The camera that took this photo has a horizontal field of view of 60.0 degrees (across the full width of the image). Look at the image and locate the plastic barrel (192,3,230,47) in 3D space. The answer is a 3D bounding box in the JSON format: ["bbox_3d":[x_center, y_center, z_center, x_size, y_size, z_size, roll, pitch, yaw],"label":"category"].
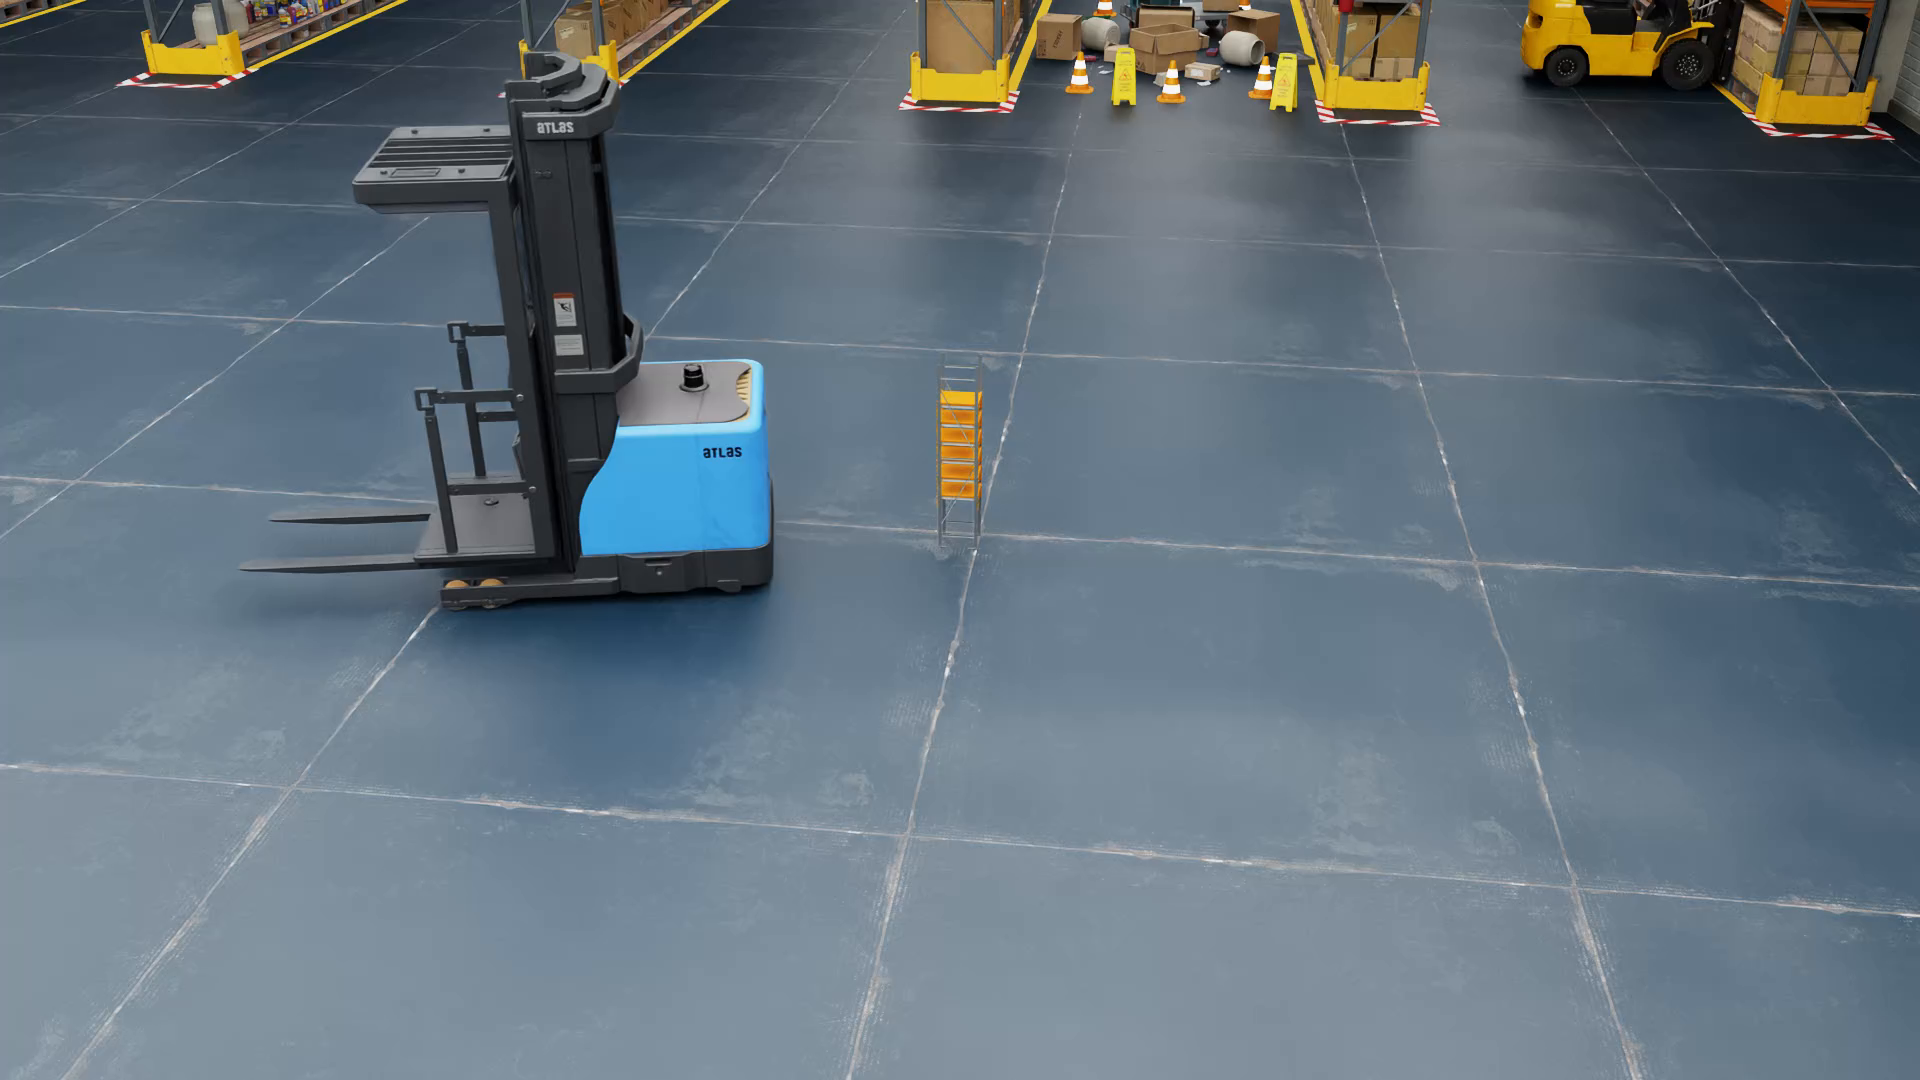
[{"bbox_3d":[-9.815,-6.747,21.791,0.421,0.512,0.421,0,28,0],"label":"plastic barrel"}]

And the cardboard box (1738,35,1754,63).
[{"bbox_3d":[9.679,-5.870,19.912,0.500,0.250,0.500,3,28,6],"label":"cardboard box"}]

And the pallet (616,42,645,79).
[{"bbox_3d":[-4.760,-6.244,21.617,1.003,0.211,1.213,3,28,6],"label":"pallet"}]

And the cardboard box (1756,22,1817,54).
[{"bbox_3d":[9.605,-5.842,19.333,0.500,0.250,0.500,4,29,8],"label":"cardboard box"}]

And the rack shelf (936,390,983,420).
[{"bbox_3d":[-0.002,-0.799,9.803,0.258,0.103,0.180,3,28,6],"label":"rack shelf"}]

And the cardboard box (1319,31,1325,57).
[{"bbox_3d":[4.893,-6.340,21.312,0.500,0.250,0.500,2,28,4],"label":"cardboard box"}]

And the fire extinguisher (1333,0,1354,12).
[{"bbox_3d":[4.460,-6.418,19.082,0.296,0.674,0.183,3,28,6],"label":"fire extinguisher"}]

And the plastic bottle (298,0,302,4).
[{"bbox_3d":[-9.315,-7.591,23.578,0.061,0.283,0.133,3,28,6],"label":"plastic bottle"}]

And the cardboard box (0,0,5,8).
[{"bbox_3d":[-14.203,-7.788,24.000,0.500,0.250,0.500,3,28,6],"label":"cardboard box"}]

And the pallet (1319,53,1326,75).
[{"bbox_3d":[5.227,-6.241,21.611,1.003,0.211,1.213,3,28,6],"label":"pallet"}]

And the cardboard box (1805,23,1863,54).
[{"bbox_3d":[10.104,-5.822,19.297,0.500,0.250,0.500,3,28,5],"label":"cardboard box"}]

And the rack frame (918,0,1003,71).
[{"bbox_3d":[0.006,-6.719,19.560,1.000,3.000,0.127,3,28,6],"label":"rack frame"}]

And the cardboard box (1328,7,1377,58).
[{"bbox_3d":[4.770,-6.176,20.217,0.500,0.500,0.500,4,29,7],"label":"cardboard box"}]

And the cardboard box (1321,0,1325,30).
[{"bbox_3d":[4.962,-6.908,21.576,0.500,0.500,0.500,5,29,9],"label":"cardboard box"}]

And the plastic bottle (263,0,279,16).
[{"bbox_3d":[-9.766,-7.579,23.563,0.152,0.276,0.135,3,28,6],"label":"plastic bottle"}]

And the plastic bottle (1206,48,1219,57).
[{"bbox_3d":[3.402,-6.570,22.381,0.133,0.061,0.283,8,29,15],"label":"plastic bottle"}]

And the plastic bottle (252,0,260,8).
[{"bbox_3d":[-9.939,-7.521,23.377,0.144,0.351,0.185,5,29,8],"label":"plastic bottle"}]

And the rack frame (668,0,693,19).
[{"bbox_3d":[-4.414,-8.938,23.678,1.000,3.000,0.127,3,28,6],"label":"rack frame"}]

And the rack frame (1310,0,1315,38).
[{"bbox_3d":[5.421,-8.362,22.609,1.000,3.000,0.127,3,28,6],"label":"rack frame"}]

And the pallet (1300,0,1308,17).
[{"bbox_3d":[5.662,-8.077,25.020,1.003,0.211,1.213,3,28,6],"label":"pallet"}]

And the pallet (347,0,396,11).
[{"bbox_3d":[-9.272,-8.370,25.564,1.003,0.211,1.213,3,28,6],"label":"pallet"}]

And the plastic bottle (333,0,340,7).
[{"bbox_3d":[-9.123,-7.934,24.143,0.144,0.351,0.185,3,28,5],"label":"plastic bottle"}]

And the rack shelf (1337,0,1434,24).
[{"bbox_3d":[5.176,-7.104,21.032,1.077,0.370,4.000,3,28,6],"label":"rack shelf"}]

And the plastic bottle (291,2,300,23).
[{"bbox_3d":[-9.247,-7.332,23.110,0.097,0.271,0.097,0,28,0],"label":"plastic bottle"}]

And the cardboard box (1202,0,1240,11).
[{"bbox_3d":[3.651,-7.684,23.188,0.500,0.500,0.500,3,28,6],"label":"cardboard box"}]

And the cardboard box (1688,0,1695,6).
[{"bbox_3d":[9.982,-7.060,22.122,0.500,0.250,0.500,3,28,6],"label":"cardboard box"}]

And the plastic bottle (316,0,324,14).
[{"bbox_3d":[-9.186,-7.691,23.693,0.144,0.351,0.185,3,28,6],"label":"plastic bottle"}]

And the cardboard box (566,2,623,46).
[{"bbox_3d":[-4.772,-6.716,21.746,0.500,0.500,0.500,11,30,19],"label":"cardboard box"}]

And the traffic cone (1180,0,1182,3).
[{"bbox_3d":[3.227,-8.105,24.807,0.336,0.463,0.334,3,28,6],"label":"traffic cone"}]

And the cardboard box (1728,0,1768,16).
[{"bbox_3d":[9.783,-6.559,20.664,0.500,0.250,0.500,3,28,5],"label":"cardboard box"}]

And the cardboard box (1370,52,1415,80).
[{"bbox_3d":[5.304,-5.817,20.342,0.500,0.250,0.500,3,28,6],"label":"cardboard box"}]

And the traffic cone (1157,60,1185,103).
[{"bbox_3d":[2.560,-5.544,20.053,0.336,0.463,0.334,3,28,6],"label":"traffic cone"}]

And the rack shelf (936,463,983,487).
[{"bbox_3d":[-0.002,-0.377,10.031,0.258,0.103,0.180,3,28,6],"label":"rack shelf"}]

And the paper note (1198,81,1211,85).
[{"bbox_3d":[3.071,-5.733,20.859,0.148,0.019,0.142,-6,29,-11],"label":"paper note"}]

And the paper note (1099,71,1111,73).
[{"bbox_3d":[1.878,-6.031,21.415,0.144,0.017,0.142,14,31,24],"label":"paper note"}]

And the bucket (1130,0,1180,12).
[{"bbox_3d":[2.767,-7.632,23.103,0.726,0.611,0.620,14,21,24],"label":"bucket"}]

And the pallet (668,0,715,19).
[{"bbox_3d":[-4.320,-8.077,25.020,1.003,0.211,1.213,3,28,6],"label":"pallet"}]

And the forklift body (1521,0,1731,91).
[{"bbox_3d":[8.279,-6.818,20.637,2.313,2.155,1.214,3,28,6],"label":"forklift body"}]

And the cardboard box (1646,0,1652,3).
[{"bbox_3d":[10.593,-8.180,24.332,0.875,0.625,0.625,2,28,4],"label":"cardboard box"}]

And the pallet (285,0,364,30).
[{"bbox_3d":[-9.454,-7.685,24.292,1.003,0.211,1.213,3,28,6],"label":"pallet"}]

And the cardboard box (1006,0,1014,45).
[{"bbox_3d":[0.243,-7.135,22.129,0.875,0.875,0.875,4,29,7],"label":"cardboard box"}]

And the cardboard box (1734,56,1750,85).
[{"bbox_3d":[9.672,-5.640,20.013,0.500,0.250,0.500,3,28,6],"label":"cardboard box"}]

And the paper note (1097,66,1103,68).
[{"bbox_3d":[1.839,-6.176,21.703,0.032,0.001,0.123,20,34,32],"label":"paper note"}]

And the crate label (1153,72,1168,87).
[{"bbox_3d":[2.595,-5.775,20.824,0.250,0.136,0.298,-11,30,-20],"label":"crate label"}]

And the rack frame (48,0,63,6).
[{"bbox_3d":[-14.246,-9.516,24.750,1.000,3.000,0.127,3,28,6],"label":"rack frame"}]

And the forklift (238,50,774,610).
[{"bbox_3d":[-2.640,-1.152,9.299,3.031,2.935,1.130,-2,28,-5],"label":"forklift"}]

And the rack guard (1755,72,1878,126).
[{"bbox_3d":[9.855,-5.081,19.154,1.175,0.500,0.348,3,28,6],"label":"rack guard"}]

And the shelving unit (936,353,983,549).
[{"bbox_3d":[-0.002,-0.521,9.953,0.258,1.200,0.189,3,28,6],"label":"shelving unit"}]

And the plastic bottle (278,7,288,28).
[{"bbox_3d":[-9.289,-7.171,22.811,0.097,0.271,0.097,0,28,0],"label":"plastic bottle"}]

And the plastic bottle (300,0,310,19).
[{"bbox_3d":[-9.210,-7.475,23.375,0.097,0.271,0.097,0,28,0],"label":"plastic bottle"}]

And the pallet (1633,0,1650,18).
[{"bbox_3d":[10.546,-7.773,24.455,1.003,0.211,1.213,3,28,6],"label":"pallet"}]

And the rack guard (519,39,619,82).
[{"bbox_3d":[-4.895,-5.991,20.842,1.175,0.500,0.348,3,28,6],"label":"rack guard"}]

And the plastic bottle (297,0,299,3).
[{"bbox_3d":[-9.711,-7.940,24.225,0.061,0.283,0.133,3,28,6],"label":"plastic bottle"}]

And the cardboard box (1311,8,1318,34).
[{"bbox_3d":[5.081,-7.075,22.675,0.500,0.250,0.500,2,28,4],"label":"cardboard box"}]

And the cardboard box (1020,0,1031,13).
[{"bbox_3d":[0.483,-8.094,24.041,1.050,0.750,0.750,3,28,6],"label":"cardboard box"}]

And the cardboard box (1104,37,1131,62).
[{"bbox_3d":[2.113,-6.483,22.003,0.396,0.266,0.258,8,29,15],"label":"cardboard box"}]

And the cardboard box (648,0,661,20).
[{"bbox_3d":[-4.566,-7.567,23.325,0.500,0.500,0.500,13,31,22],"label":"cardboard box"}]
